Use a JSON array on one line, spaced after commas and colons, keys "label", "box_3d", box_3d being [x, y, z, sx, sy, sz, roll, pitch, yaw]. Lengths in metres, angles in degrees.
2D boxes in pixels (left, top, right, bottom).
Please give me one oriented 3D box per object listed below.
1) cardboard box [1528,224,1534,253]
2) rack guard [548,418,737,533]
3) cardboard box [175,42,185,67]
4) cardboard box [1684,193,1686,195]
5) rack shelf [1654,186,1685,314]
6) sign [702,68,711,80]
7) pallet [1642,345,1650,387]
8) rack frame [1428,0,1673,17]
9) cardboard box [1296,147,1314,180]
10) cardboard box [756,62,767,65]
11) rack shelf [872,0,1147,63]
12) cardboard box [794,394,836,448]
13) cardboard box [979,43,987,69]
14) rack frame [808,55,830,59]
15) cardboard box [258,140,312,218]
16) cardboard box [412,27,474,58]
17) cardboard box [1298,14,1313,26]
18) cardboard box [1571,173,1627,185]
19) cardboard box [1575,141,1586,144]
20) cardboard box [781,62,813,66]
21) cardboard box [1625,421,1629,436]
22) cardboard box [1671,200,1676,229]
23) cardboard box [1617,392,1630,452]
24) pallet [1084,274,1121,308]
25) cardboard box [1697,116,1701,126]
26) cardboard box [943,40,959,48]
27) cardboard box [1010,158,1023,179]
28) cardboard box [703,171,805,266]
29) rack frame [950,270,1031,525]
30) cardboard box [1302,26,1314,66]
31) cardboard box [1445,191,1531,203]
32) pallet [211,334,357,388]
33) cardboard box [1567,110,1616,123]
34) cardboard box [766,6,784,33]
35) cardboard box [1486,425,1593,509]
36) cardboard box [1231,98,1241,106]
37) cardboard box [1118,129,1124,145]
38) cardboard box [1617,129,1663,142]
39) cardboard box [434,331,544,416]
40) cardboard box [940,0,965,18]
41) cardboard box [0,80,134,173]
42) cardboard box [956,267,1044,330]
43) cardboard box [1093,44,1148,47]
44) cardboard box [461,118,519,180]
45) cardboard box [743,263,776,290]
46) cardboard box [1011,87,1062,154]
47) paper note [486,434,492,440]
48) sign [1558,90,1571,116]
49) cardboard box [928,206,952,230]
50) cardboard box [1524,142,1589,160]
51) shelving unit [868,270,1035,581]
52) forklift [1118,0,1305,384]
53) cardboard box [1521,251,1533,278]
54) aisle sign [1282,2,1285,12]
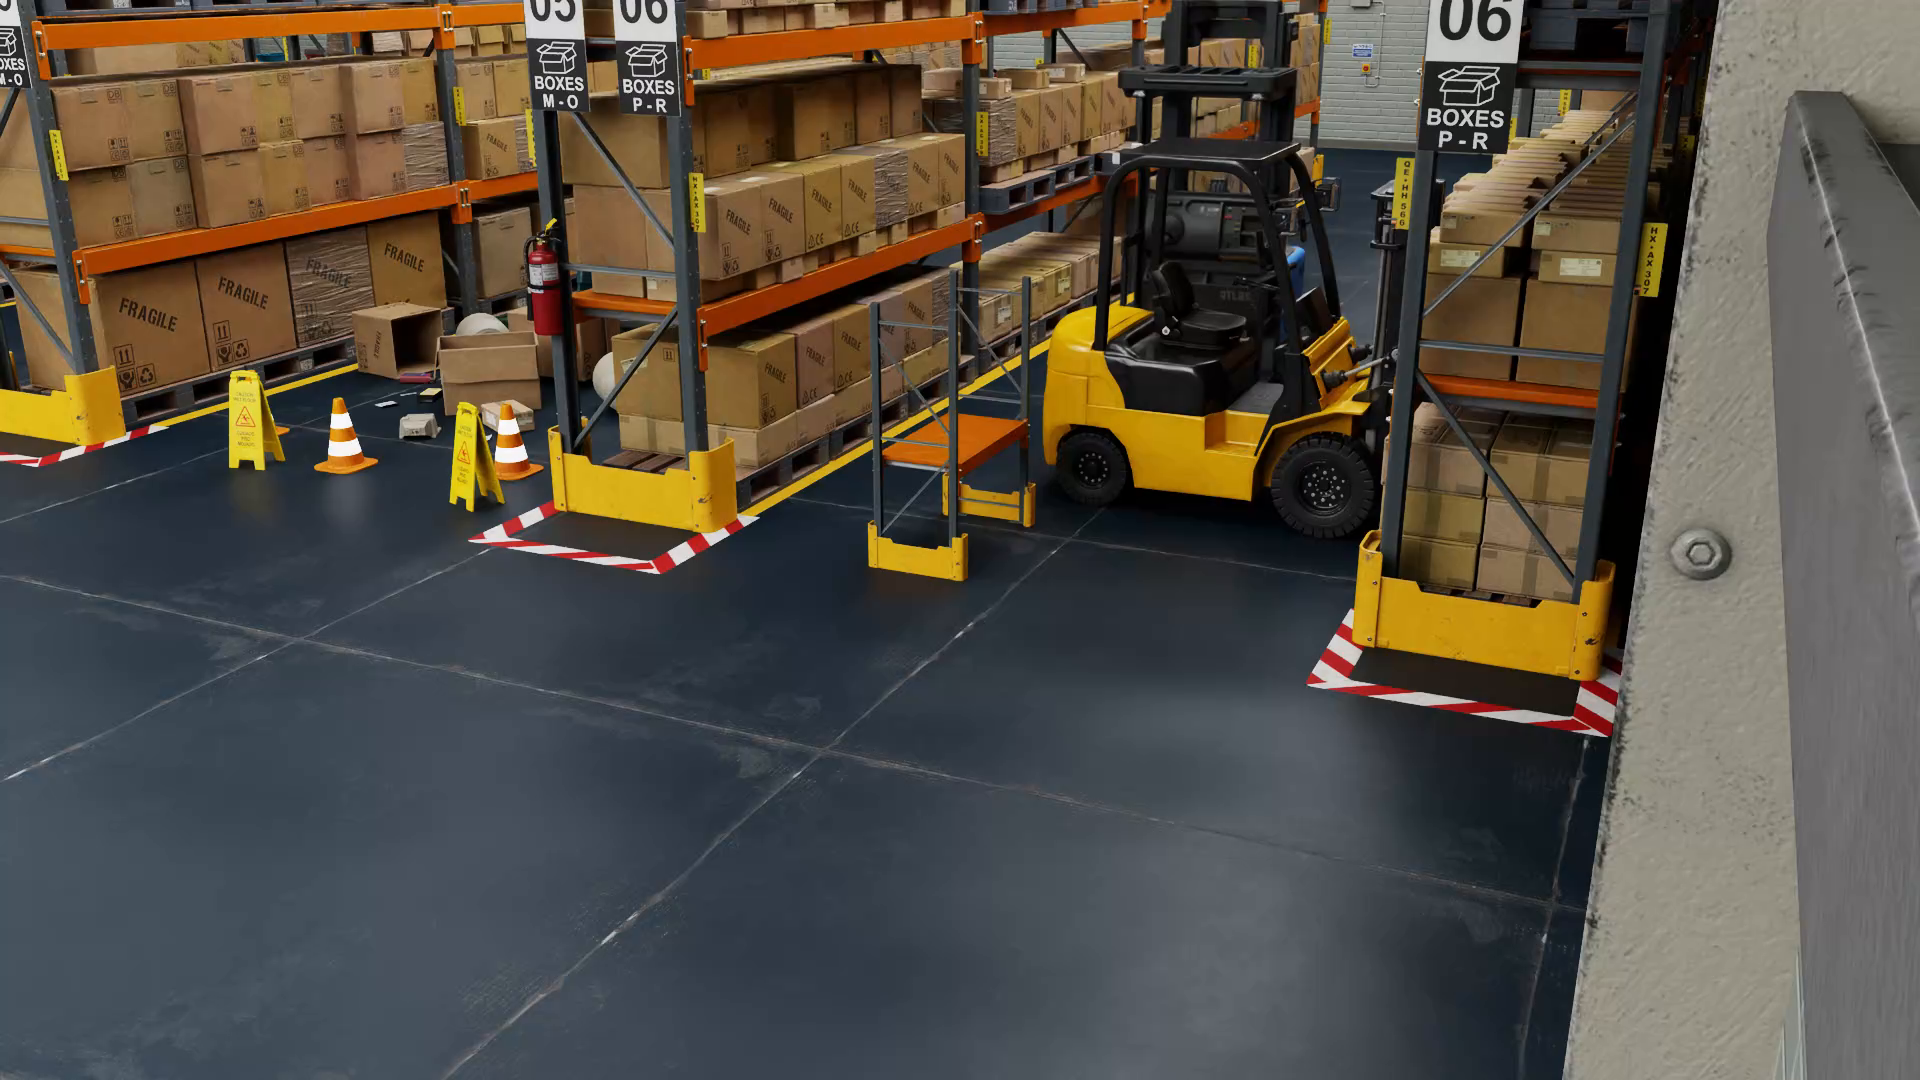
[{"label": "cardboard box", "box_3d": [2.799, -1.601, 8.675, 0.380, 0.149, 0.250, 8, 21, 22]}, {"label": "rack guard", "box_3d": [-1.938, -0.401, 10.151, 1.175, 0.500, 0.348, 9, 21, 23]}, {"label": "cardboard box", "box_3d": [-14.055, -8.575, 29.255, 0.500, 0.500, 0.500, 8, 21, 22]}, {"label": "cardboard box", "box_3d": [7.392, -3.561, 17.442, 0.380, 0.149, 0.250, 9, 21, 23]}, {"label": "rack shelf", "box_3d": [5.018, -2.371, 13.033, 1.077, 0.370, 4.000, 9, 21, 23]}, {"label": "sign", "box_3d": [-2.743, -5.120, 17.962, 0.100, 0.325, 0.005, 9, 21, 23]}, {"label": "pallet", "box_3d": [4.963, -1.390, 13.362, 1.003, 0.211, 1.213, 9, 21, 23]}, {"label": "rack frame", "box_3d": [2.561, -3.703, 6.750, 1.000, 3.000, 0.127, 9, 21, 23]}, {"label": "cardboard box", "box_3d": [4.404, -5.222, 23.174, 0.875, 0.438, 0.875, 8, 21, 21]}, {"label": "cardboard box", "box_3d": [-2.618, -5.857, 20.621, 0.380, 0.149, 0.250, 8, 21, 22]}, {"label": "rack shelf", "box_3d": [0.488, -4.465, 14.443, 1.077, 0.370, 4.000, 9, 21, 23]}, {"label": "cardboard box", "box_3d": [-1.171, -0.822, 11.080, 0.500, 0.250, 0.500, 9, 22, 25]}, {"label": "cardboard box", "box_3d": [0.076, -7.110, 24.691, 0.500, 0.500, 0.500, 9, 21, 24]}, {"label": "rack frame", "box_3d": [-1.613, -5.873, 21.805, 1.000, 3.000, 0.127, 9, 21, 23]}, {"label": "cardboard box", "box_3d": [-5.687, -2.887, 13.187, 0.875, 0.550, 0.500, 9, 21, 23]}, {"label": "cardboard box", "box_3d": [-6.882, -6.507, 21.943, 0.797, 0.503, 0.637, 9, 22, 24]}, {"label": "cardboard box", "box_3d": [4.507, -6.962, 22.260, 0.380, 0.149, 0.250, 8, 21, 22]}, {"label": "cardboard box", "box_3d": [3.553, -1.911, 9.105, 0.380, 0.149, 0.250, 9, 21, 23]}, {"label": "cardboard box", "box_3d": [4.360, -2.834, 12.144, 0.380, 0.149, 0.250, 8, 21, 21]}, {"label": "cardboard box", "box_3d": [-2.027, -5.767, 20.368, 0.380, 0.149, 0.250, 8, 21, 21]}, {"label": "cardboard box", "box_3d": [4.184, -0.825, 11.089, 0.500, 0.250, 0.500, 9, 21, 23]}, {"label": "cardboard box", "box_3d": [5.059, -2.454, 12.417, 0.500, 0.250, 0.500, 9, 21, 23]}, {"label": "cardboard box", "box_3d": [3.782, -0.746, 10.120, 0.500, 0.250, 0.500, 8, 21, 22]}, {"label": "pallet", "box_3d": [0.985, -2.449, 16.340, 1.003, 0.211, 1.213, 9, 21, 23]}, {"label": "cardboard box", "box_3d": [7.924, -4.728, 18.367, 0.500, 0.250, 0.500, 8, 21, 22]}, {"label": "cardboard box", "box_3d": [-0.347, -7.265, 23.634, 0.500, 0.500, 0.500, 10, 22, 25]}, {"label": "cardboard box", "box_3d": [0.294, -3.059, 13.642, 0.380, 0.149, 0.250, 9, 21, 24]}, {"label": "cardboard box", "box_3d": [-1.313, -2.009, 10.347, 0.500, 0.500, 0.500, 9, 22, 24]}, {"label": "rack frame", "box_3d": [0.173, -0.836, 9.881, 0.500, 1.500, 0.032, 9, 21, 23]}, {"label": "cardboard box", "box_3d": [4.415, -6.621, 22.269, 0.500, 0.500, 0.500, 9, 21, 23]}, {"label": "cardboard box", "box_3d": [2.670, -1.671, 8.429, 0.380, 0.149, 0.250, 9, 22, 24]}, {"label": "pallet", "box_3d": [-5.770, -1.517, 13.720, 1.003, 0.211, 1.213, 9, 21, 23]}, {"label": "cardboard box", "box_3d": [5.437, -3.617, 14.346, 0.380, 0.149, 0.250, 9, 22, 24]}, {"label": "cardboard box", "box_3d": [-1.293, -3.156, 10.064, 0.380, 0.149, 0.250, 8, 21, 22]}, {"label": "cardboard box", "box_3d": [2.930, -0.370, 8.318, 0.500, 0.250, 0.500, 8, 21, 22]}, {"label": "cardboard box", "box_3d": [2.986, -5.221, 19.451, 0.500, 0.250, 0.500, 9, 21, 23]}, {"label": "cardboard box", "box_3d": [1.343, -3.857, 15.885, 0.380, 0.149, 0.250, 9, 21, 24]}, {"label": "cardboard box", "box_3d": [5.277, -3.075, 12.822, 0.380, 0.149, 0.250, 9, 22, 24]}, {"label": "cardboard box", "box_3d": [-3.560, -1.264, 12.572, 0.797, 0.503, 0.637, -5, 20, -15]}, {"label": "cardboard box", "box_3d": [-0.182, -3.935, 12.256, 0.380, 0.149, 0.250, 9, 21, 23]}, {"label": "cardboard box", "box_3d": [-6.339, -2.892, 11.588, 0.875, 0.550, 0.550, 9, 21, 23]}, {"label": "cardboard box", "box_3d": [0.173, -2.119, 14.547, 0.950, 0.372, 0.625, 10, 22, 26]}, {"label": "cardboard box", "box_3d": [1.692, -5.023, 17.773, 0.500, 0.500, 0.500, 9, 21, 23]}, {"label": "cardboard box", "box_3d": [-4.428, -3.598, 15.260, 0.500, 0.500, 0.500, 9, 21, 23]}, {"label": "cardboard box", "box_3d": [-1.368, -1.662, 10.341, 0.380, 0.149, 0.250, 8, 21, 21]}, {"label": "cardboard box", "box_3d": [0.542, -3.570, 14.111, 0.500, 0.500, 0.500, 8, 21, 22]}, {"label": "paper note", "box_3d": [-3.398, -0.719, 11.745, 0.148, 0.019, 0.142, 1, 20, 4]}, {"label": "sign", "box_3d": [5.338, -3.901, 14.652, 0.100, 0.325, 0.005, 9, 21, 23]}, {"label": "cardboard box", "box_3d": [-0.281, -2.443, 12.537, 0.380, 0.149, 0.250, 9, 22, 24]}, {"label": "cardboard box", "box_3d": [3.789, -2.440, 10.592, 0.380, 0.149, 0.250, 9, 21, 24]}, {"label": "shelving unit", "box_3d": [-0.031, -0.683, 9.452, 0.587, 1.500, 1.083, 9, 21, 23]}, {"label": "forklift", "box_3d": [1.726, -2.270, 11.777, 1.130, 2.935, 3.031, 7, 21, 19]}, {"label": "cardboard box", "box_3d": [2.744, -1.267, 8.705, 0.500, 0.500, 0.500, 9, 22, 24]}, {"label": "aisle sign", "box_3d": [4.348, -7.734, 23.159, 0.394, 0.787, 0.004, 9, 21, 23]}]
